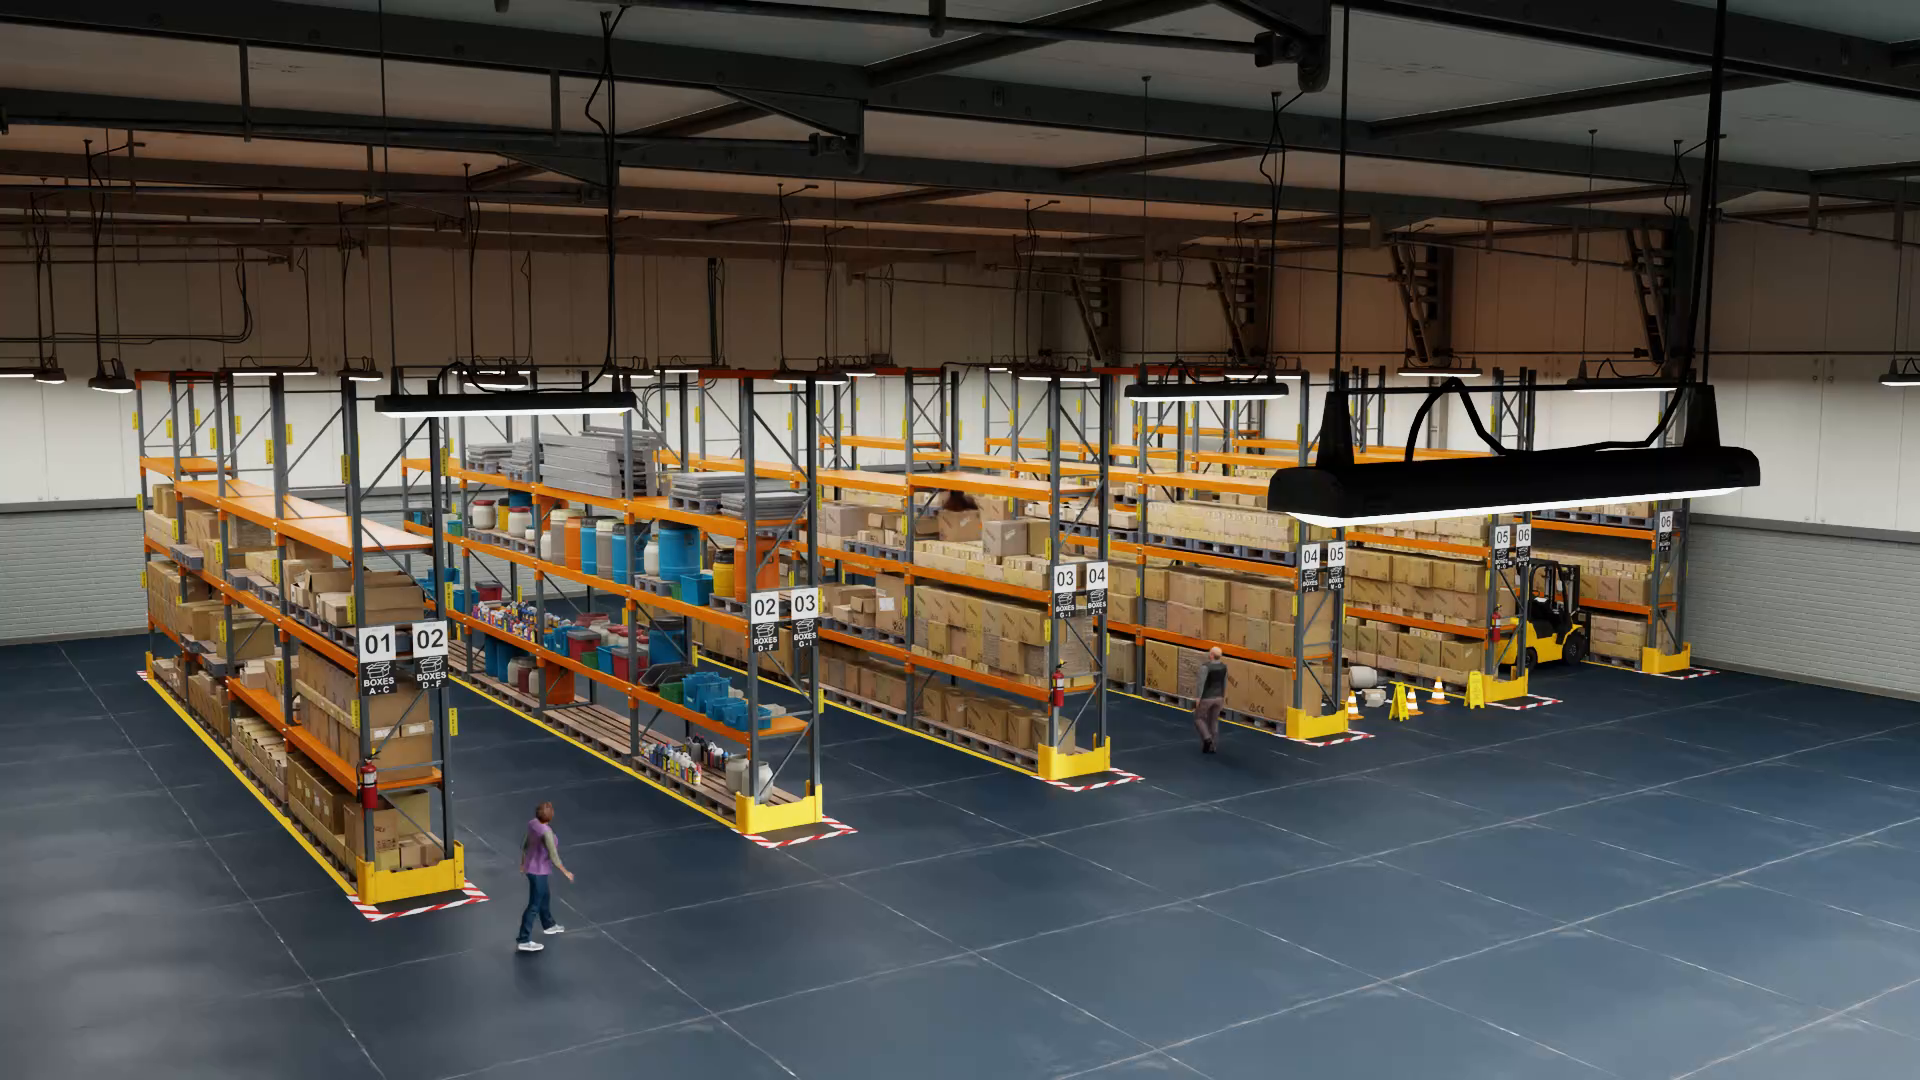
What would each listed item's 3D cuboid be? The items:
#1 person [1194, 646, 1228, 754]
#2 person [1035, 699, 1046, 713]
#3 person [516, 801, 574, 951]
[{"bbox_3d":[3.964,2.517,26.157,0.534,1.706,0.528,-1,7,-9],"label":"person"},{"bbox_3d":[1.477,2.301,28.626,0.539,1.690,0.396,1,7,13],"label":"person"},{"bbox_3d":[-4.490,3.559,17.823,0.636,1.561,0.580,-4,8,-31],"label":"person"}]
